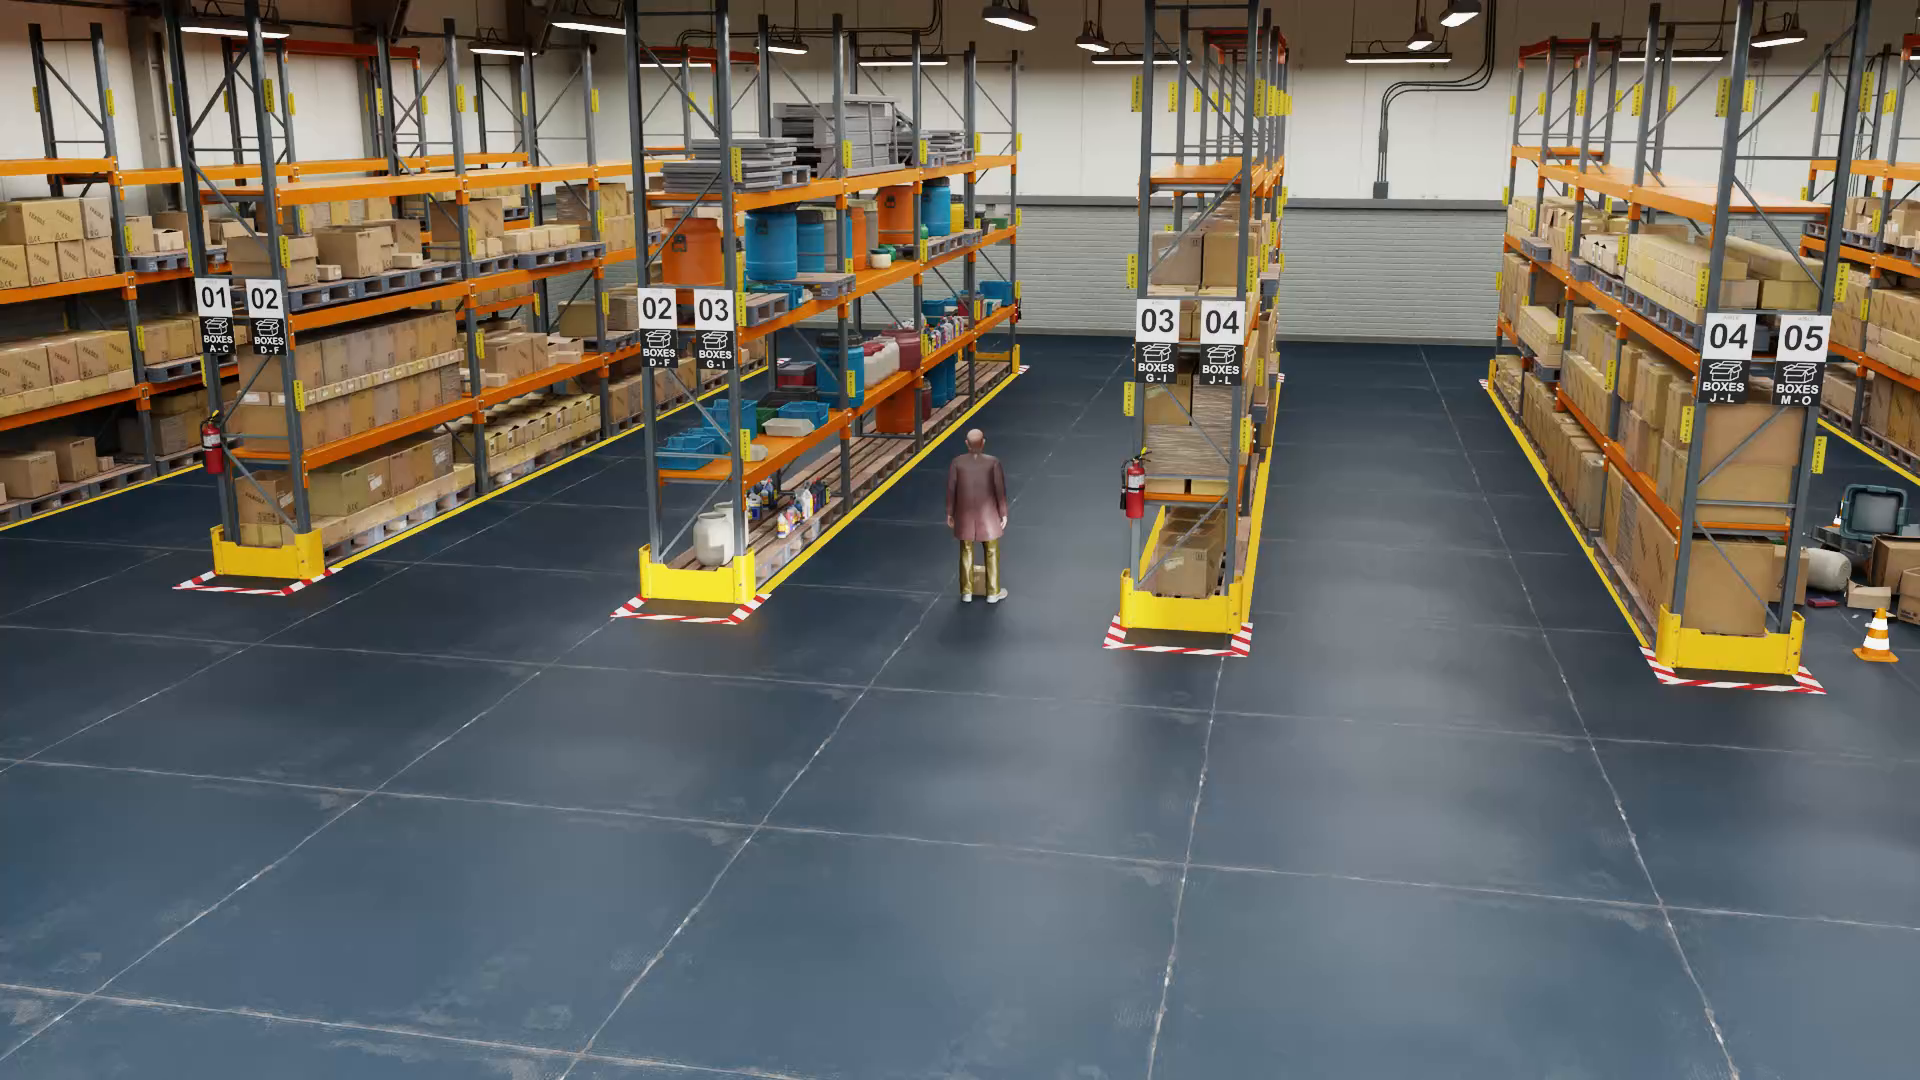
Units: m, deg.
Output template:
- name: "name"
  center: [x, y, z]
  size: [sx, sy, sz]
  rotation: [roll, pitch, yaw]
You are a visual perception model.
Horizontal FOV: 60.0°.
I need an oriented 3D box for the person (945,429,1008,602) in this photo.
- name: "person"
  center: [0.169, -0.253, 17.023]
  size: [0.654, 1.774, 0.422]
  rotation: [2, 15, 8]
